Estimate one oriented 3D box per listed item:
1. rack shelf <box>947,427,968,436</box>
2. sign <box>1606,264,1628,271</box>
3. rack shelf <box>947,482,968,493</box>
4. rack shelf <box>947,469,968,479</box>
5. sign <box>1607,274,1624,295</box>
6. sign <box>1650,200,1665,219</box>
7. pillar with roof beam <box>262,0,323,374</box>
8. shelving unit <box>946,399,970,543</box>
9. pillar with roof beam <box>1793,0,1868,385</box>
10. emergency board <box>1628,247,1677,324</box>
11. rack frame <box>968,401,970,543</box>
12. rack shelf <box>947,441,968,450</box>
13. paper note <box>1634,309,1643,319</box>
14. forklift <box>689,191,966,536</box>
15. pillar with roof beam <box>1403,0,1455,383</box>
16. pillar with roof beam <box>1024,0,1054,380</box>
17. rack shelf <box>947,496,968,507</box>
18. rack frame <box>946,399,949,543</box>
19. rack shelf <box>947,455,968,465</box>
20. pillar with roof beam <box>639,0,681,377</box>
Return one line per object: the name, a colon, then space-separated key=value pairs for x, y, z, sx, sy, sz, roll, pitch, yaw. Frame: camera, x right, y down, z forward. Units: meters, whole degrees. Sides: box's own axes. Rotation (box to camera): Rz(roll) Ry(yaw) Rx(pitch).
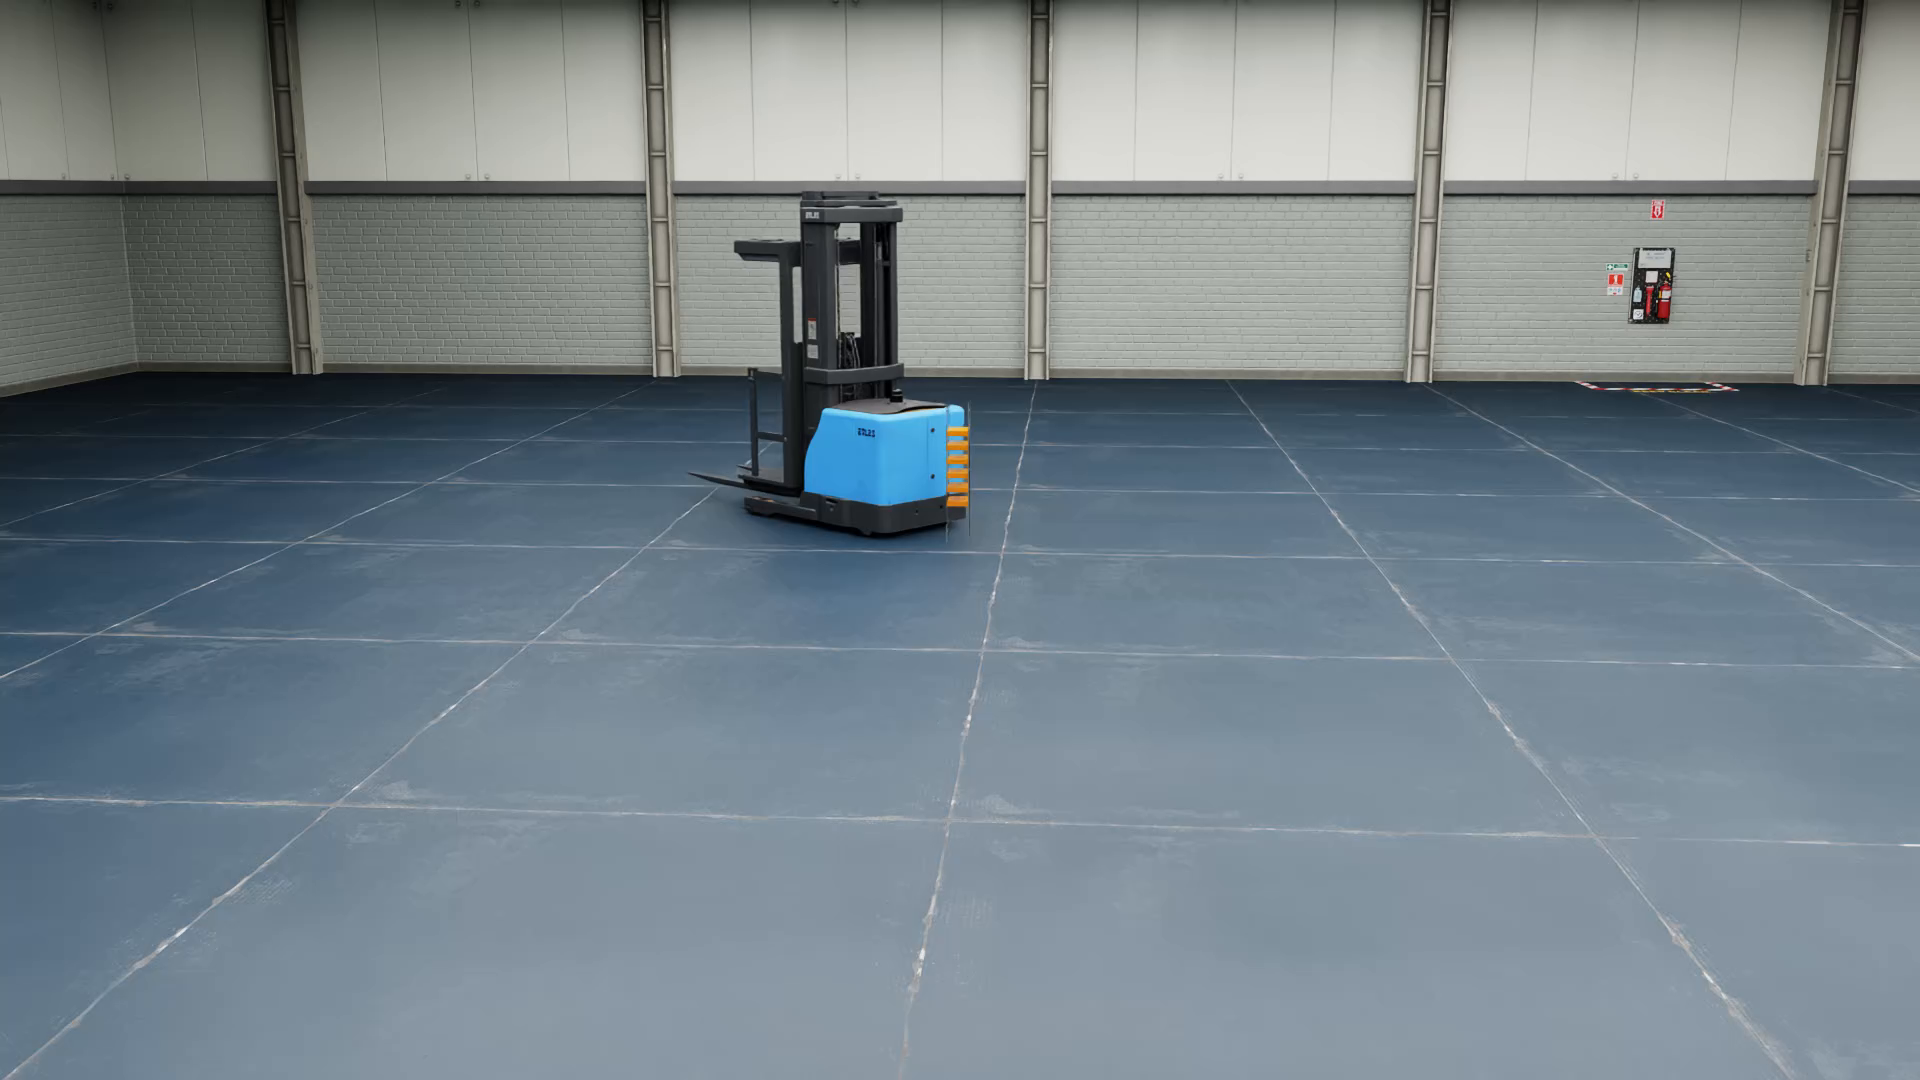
rack shelf: x=-0.014 y=-0.896 z=14.082 sx=0.180 sy=0.103 sz=0.258 roll=1 pitch=12 yaw=4
sign: x=10.200 y=-4.234 z=25.803 sx=0.331 sy=0.109 sz=0.001 roll=1 pitch=12 yaw=4
rack shelf: x=-0.014 y=-0.427 z=14.180 sx=0.180 sy=0.103 sz=0.258 roll=1 pitch=12 yaw=4
rack shelf: x=-0.014 y=-0.544 z=14.155 sx=0.180 sy=0.103 sz=0.258 roll=1 pitch=12 yaw=4
sign: x=10.196 y=-3.977 z=25.866 sx=0.234 sy=0.329 sz=0.001 roll=1 pitch=12 yaw=4
sign: x=10.739 y=-5.086 z=25.593 sx=0.199 sy=0.298 sz=0.001 roll=1 pitch=12 yaw=4
pillar with roof beam: x=-11.030 y=-6.274 z=22.285 sx=0.400 sy=9.000 sz=9.100 roll=1 pitch=12 yaw=4
shelving unit: x=-0.014 y=-0.587 z=14.146 sx=0.189 sy=1.200 sz=0.258 roll=1 pitch=12 yaw=4
pillar with roof beam: x=12.916 y=-5.946 z=20.715 sx=0.400 sy=9.000 sz=9.100 roll=1 pitch=12 yaw=4
emergency board: x=10.741 y=-3.931 z=25.733 sx=0.643 sy=1.169 sz=0.194 roll=1 pitch=12 yaw=4
rack frame: x=0.077 y=-0.586 z=14.140 sx=0.006 sy=1.200 sz=0.240 roll=1 pitch=12 yaw=4
rack shelf: x=-0.014 y=-0.779 z=14.106 sx=0.180 sy=0.103 sz=0.258 roll=1 pitch=12 yaw=4
paper note: x=10.569 y=-3.516 z=25.902 sx=0.142 sy=0.148 sz=0.016 roll=1 pitch=12 yaw=4
forklift: x=-1.352 y=-1.707 z=15.271 sx=3.031 sy=2.935 sz=1.130 roll=11 pitch=16 yaw=43
pillar with roof beam: x=6.930 y=-6.028 z=21.107 sx=0.400 sy=9.000 sz=9.100 roll=1 pitch=12 yaw=4
pillar with roof beam: x=0.943 y=-6.110 z=21.500 sx=0.400 sy=9.000 sz=9.100 roll=1 pitch=12 yaw=4
rack shelf: x=-0.014 y=-0.309 z=14.204 sx=0.180 sy=0.103 sz=0.258 roll=1 pitch=12 yaw=4
rack frame: x=-0.106 y=-0.589 z=14.152 sx=0.006 sy=1.200 sz=0.240 roll=1 pitch=12 yaw=4
rack shelf: x=-0.014 y=-0.661 z=14.131 sx=0.180 sy=0.103 sz=0.258 roll=1 pitch=12 yaw=4
pillar with roof beam: x=-5.043 y=-6.192 z=21.892 sx=0.400 sy=9.000 sz=9.100 roll=1 pitch=12 yaw=4
